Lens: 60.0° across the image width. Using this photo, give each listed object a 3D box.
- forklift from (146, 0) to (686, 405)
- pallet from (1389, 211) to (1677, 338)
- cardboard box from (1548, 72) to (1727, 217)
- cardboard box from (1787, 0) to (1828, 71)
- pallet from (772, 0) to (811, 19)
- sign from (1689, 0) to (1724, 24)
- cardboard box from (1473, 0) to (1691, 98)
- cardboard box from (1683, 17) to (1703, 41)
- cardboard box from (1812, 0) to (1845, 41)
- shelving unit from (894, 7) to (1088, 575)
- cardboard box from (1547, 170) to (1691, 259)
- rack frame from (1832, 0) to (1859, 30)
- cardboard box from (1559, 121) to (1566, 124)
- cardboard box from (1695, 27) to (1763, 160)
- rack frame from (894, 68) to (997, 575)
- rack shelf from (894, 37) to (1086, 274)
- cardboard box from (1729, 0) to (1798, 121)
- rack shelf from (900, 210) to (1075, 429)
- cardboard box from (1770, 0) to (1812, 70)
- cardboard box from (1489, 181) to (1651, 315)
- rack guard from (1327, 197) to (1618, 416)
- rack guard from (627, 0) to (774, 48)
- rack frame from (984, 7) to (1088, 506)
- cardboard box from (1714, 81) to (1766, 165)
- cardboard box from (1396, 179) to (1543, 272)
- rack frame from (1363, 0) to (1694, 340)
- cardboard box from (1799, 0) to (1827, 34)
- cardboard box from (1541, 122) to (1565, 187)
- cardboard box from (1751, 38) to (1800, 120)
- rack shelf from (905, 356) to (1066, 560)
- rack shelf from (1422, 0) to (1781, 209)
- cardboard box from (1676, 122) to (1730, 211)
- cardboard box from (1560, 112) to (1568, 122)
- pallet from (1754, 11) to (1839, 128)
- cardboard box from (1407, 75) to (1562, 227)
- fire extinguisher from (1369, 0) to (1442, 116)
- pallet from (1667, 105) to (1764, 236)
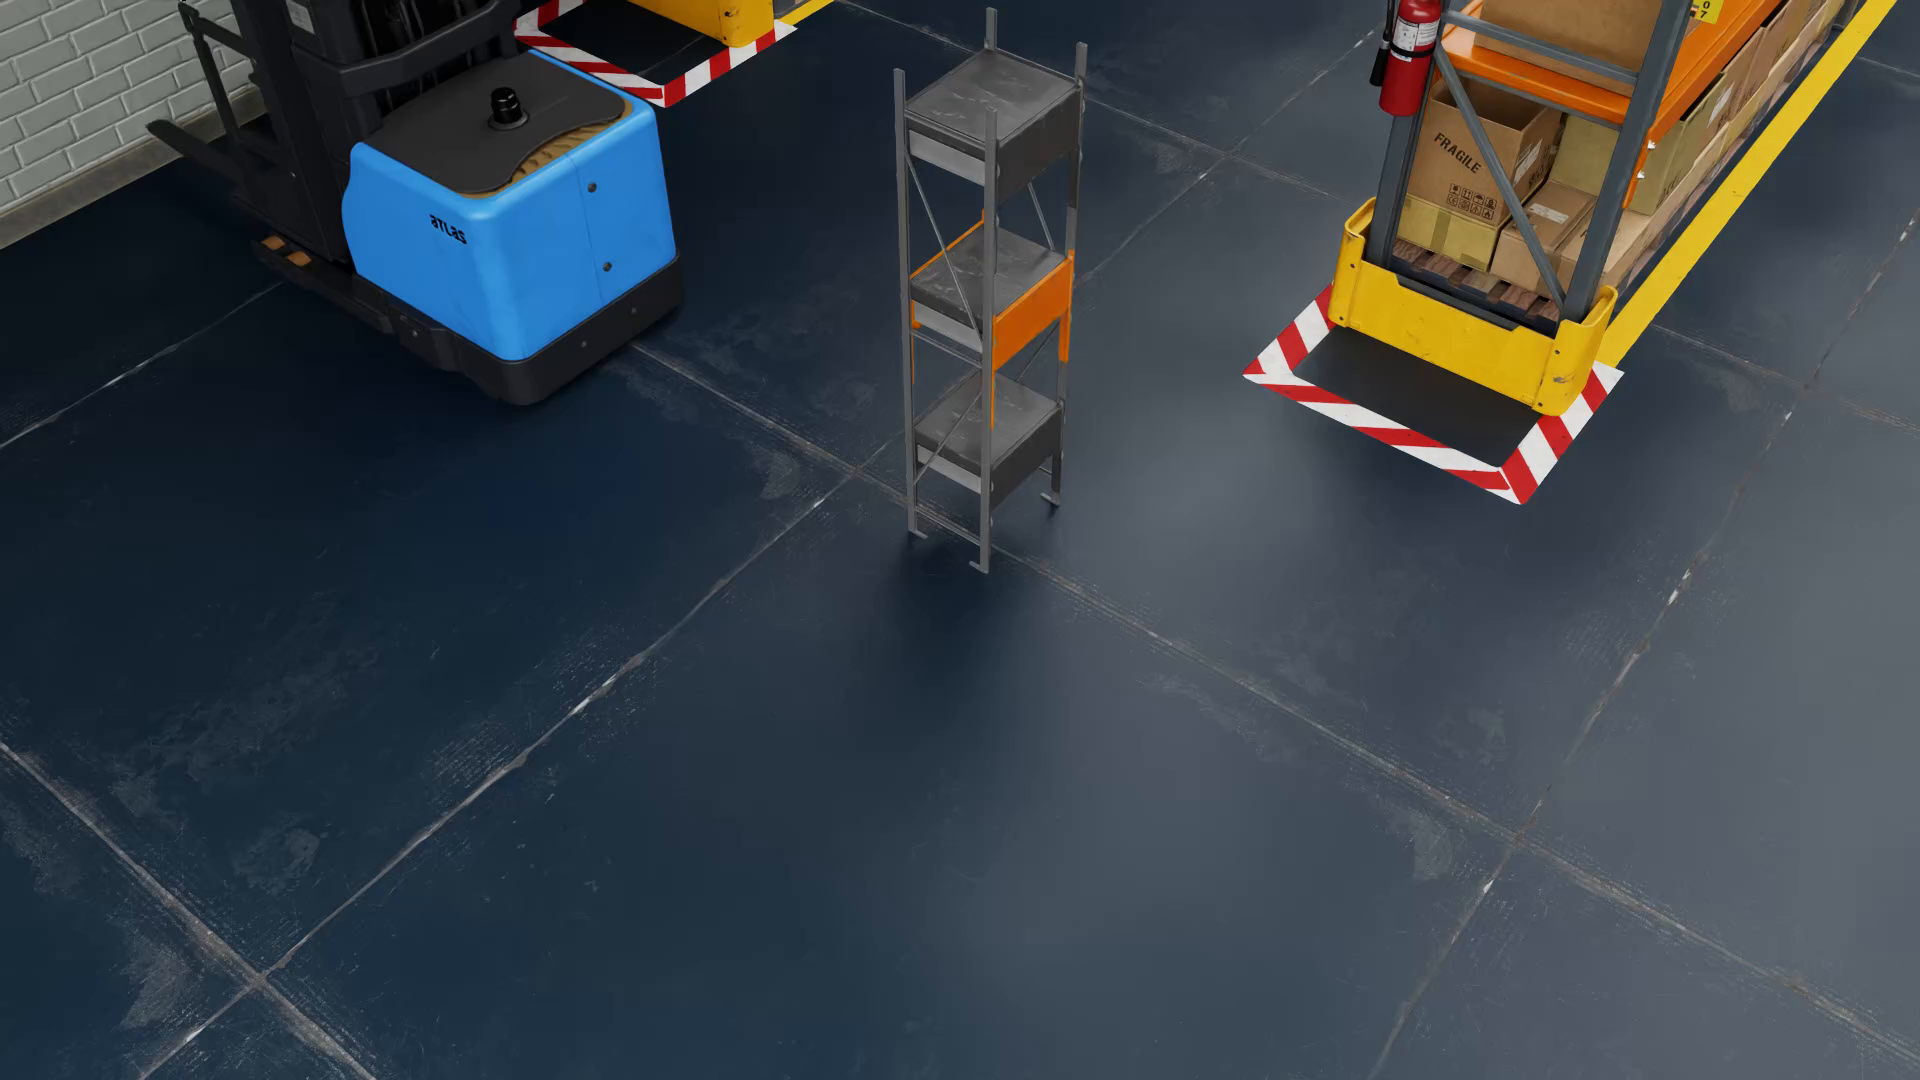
[{"bbox_3d":[-2.747,-2.488,7.099,3.031,2.935,1.130,30,53,25],"label":"forklift"},{"bbox_3d":[2.701,-1.421,7.961,1.003,0.211,1.213,29,53,25],"label":"pallet"},{"bbox_3d":[3.075,-1.877,7.562,0.500,0.500,0.500,29,53,25],"label":"cardboard box"},{"bbox_3d":[4.288,-2.768,8.931,0.500,0.250,0.500,29,53,25],"label":"cardboard box"},{"bbox_3d":[-1.085,-3.645,10.086,1.003,0.211,1.213,29,53,25],"label":"pallet"},{"bbox_3d":[2.702,-2.005,5.938,0.100,0.325,0.005,29,53,25],"label":"sign"},{"bbox_3d":[2.562,-2.224,6.731,0.700,0.500,0.500,29,53,25],"label":"cardboard box"},{"bbox_3d":[2.879,-2.526,7.020,0.700,0.500,0.500,31,53,26],"label":"cardboard box"},{"bbox_3d":[4.601,-3.050,9.200,0.500,0.250,0.500,29,53,25],"label":"cardboard box"},{"bbox_3d":[0.101,-0.820,6.081,0.431,2.100,0.503,29,53,25],"label":"shelving unit"},{"bbox_3d":[3.073,-1.619,7.833,0.500,0.250,0.500,29,53,25],"label":"cardboard box"},{"bbox_3d":[4.712,-4.217,8.703,1.000,3.000,0.127,29,53,25],"label":"rack frame"},{"bbox_3d":[2.961,-2.139,8.330,0.500,0.250,0.500,29,53,25],"label":"cardboard box"},{"bbox_3d":[3.370,-2.169,7.840,0.500,0.500,0.500,29,53,25],"label":"cardboard box"},{"bbox_3d":[-0.048,-0.680,5.948,0.400,2.100,0.015,29,53,25],"label":"rack frame"},{"bbox_3d":[0.101,-1.294,5.585,0.431,0.518,0.480,29,53,25],"label":"rack shelf"},{"bbox_3d":[3.690,-2.448,8.106,0.500,0.500,0.500,29,53,25],"label":"cardboard box"},{"bbox_3d":[0.101,-0.811,6.091,0.431,0.518,0.480,29,53,25],"label":"rack shelf"},{"bbox_3d":[3.984,-2.740,8.386,0.500,0.500,0.500,29,53,25],"label":"cardboard box"},{"bbox_3d":[2.770,-1.331,7.559,0.500,0.250,0.500,29,53,25],"label":"cardboard box"},{"bbox_3d":[2.252,-1.051,7.408,1.175,0.500,0.348,29,53,25],"label":"rack guard"},{"bbox_3d":[-1.609,-3.296,9.552,1.175,0.500,0.348,29,53,25],"label":"rack guard"},{"bbox_3d":[0.250,-0.960,6.215,0.400,2.100,0.015,29,53,25],"label":"rack frame"},{"bbox_3d":[3.689,-2.189,8.378,0.500,0.250,0.500,29,53,25],"label":"cardboard box"},{"bbox_3d":[2.361,-1.560,7.777,0.500,0.250,0.500,29,53,25],"label":"cardboard box"},{"bbox_3d":[2.266,-1.928,6.517,1.000,3.000,0.127,29,53,25],"label":"rack frame"},{"bbox_3d":[4.287,-3.028,8.661,0.500,0.500,0.500,29,53,25],"label":"cardboard box"},{"bbox_3d":[2.657,-1.852,8.056,0.500,0.250,0.500,29,53,25],"label":"cardboard box"},{"bbox_3d":[3.994,-2.475,8.651,0.500,0.250,0.500,29,53,25],"label":"cardboard box"},{"bbox_3d":[0.101,-0.327,6.597,0.431,0.518,0.480,29,53,25],"label":"rack shelf"},{"bbox_3d":[3.489,-2.824,7.870,1.077,0.370,4.000,29,53,25],"label":"rack shelf"},{"bbox_3d":[3.379,-1.905,8.107,0.500,0.250,0.500,29,53,25],"label":"cardboard box"},{"bbox_3d":[2.959,-2.399,8.060,0.500,0.500,0.500,29,53,25],"label":"cardboard box"},{"bbox_3d":[4.193,-2.817,9.295,1.003,0.211,1.213,29,53,25],"label":"pallet"},{"bbox_3d":[2.359,-1.820,7.507,0.500,0.500,0.500,29,53,25],"label":"cardboard box"},{"bbox_3d":[1.827,-2.039,6.677,0.296,0.674,0.183,29,53,25],"label":"fire extinguisher"},{"bbox_3d":[3.447,-2.116,8.625,1.003,0.211,1.213,29,53,25],"label":"pallet"}]
